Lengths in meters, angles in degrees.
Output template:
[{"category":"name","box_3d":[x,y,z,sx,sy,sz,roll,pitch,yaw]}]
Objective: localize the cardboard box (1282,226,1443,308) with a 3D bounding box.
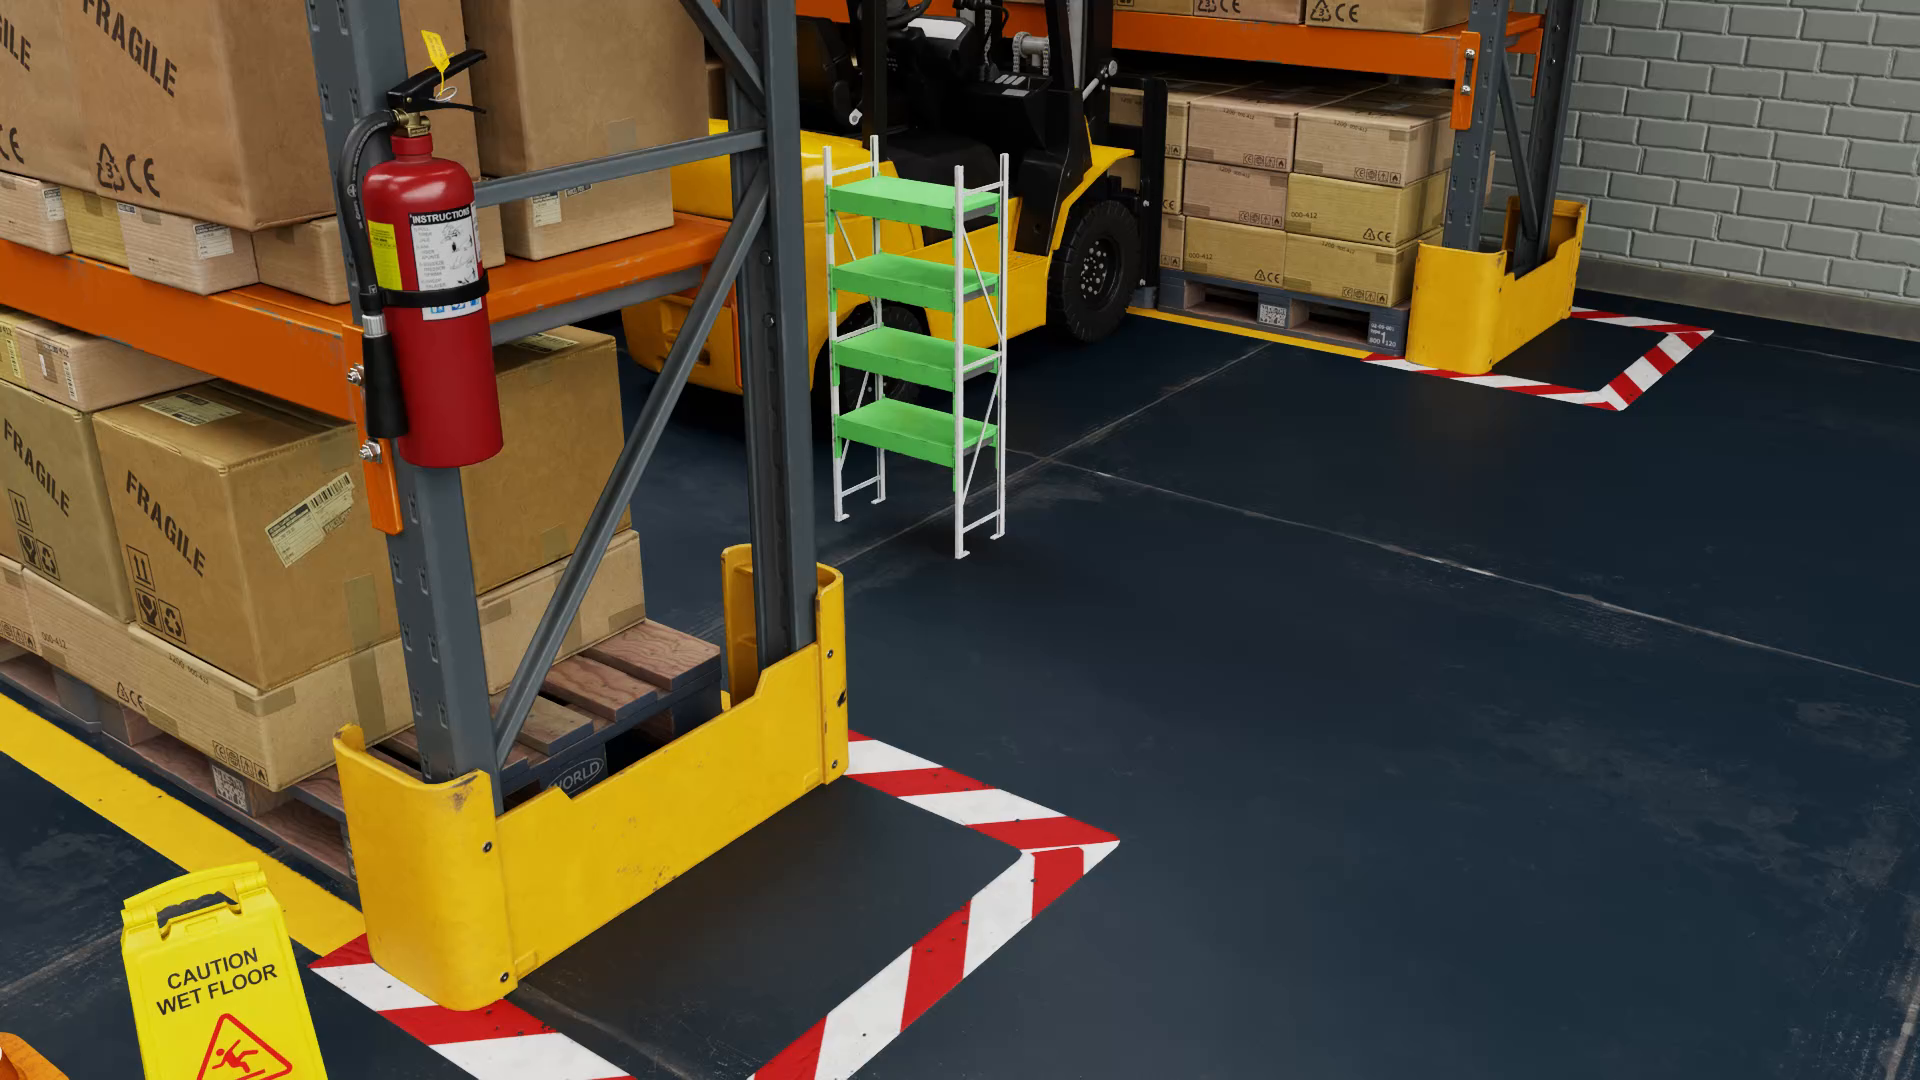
[{"category":"cardboard box","box_3d":[1.739,-1.216,7.180,0.500,0.250,0.500,17,29,34]}]

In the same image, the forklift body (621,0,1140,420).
[{"category":"forklift body","box_3d":[-0.307,-1.752,6.559,1.214,2.155,2.313,17,29,33]}]

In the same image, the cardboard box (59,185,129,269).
[{"category":"cardboard box","box_3d":[-1.558,-0.669,3.360,0.250,0.149,0.380,16,29,32]}]

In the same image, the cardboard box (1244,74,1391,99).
[{"category":"cardboard box","box_3d":[1.632,-1.959,7.625,0.500,0.250,0.500,17,29,33]}]

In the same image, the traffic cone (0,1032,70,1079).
[{"category":"traffic cone","box_3d":[-1.787,0.805,2.849,0.334,0.463,0.336,17,29,33]}]

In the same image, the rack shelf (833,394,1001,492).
[{"category":"rack shelf","box_3d":[-0.132,-0.311,5.221,0.480,0.148,0.258,17,29,33]}]

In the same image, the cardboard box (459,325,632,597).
[{"category":"cardboard box","box_3d":[-1.168,-0.235,4.023,0.500,0.500,0.500,16,28,32]}]

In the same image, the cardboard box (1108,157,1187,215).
[{"category":"cardboard box","box_3d":[0.907,-1.693,7.642,0.500,0.250,0.500,16,28,32]}]

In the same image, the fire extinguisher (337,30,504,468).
[{"category":"fire extinguisher","box_3d":[-0.854,-0.457,2.662,0.183,0.674,0.296,17,29,33]}]

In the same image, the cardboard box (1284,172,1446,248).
[{"category":"cardboard box","box_3d":[1.728,-1.450,7.091,0.500,0.250,0.500,16,29,33]}]

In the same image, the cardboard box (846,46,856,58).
[{"category":"cardboard box","box_3d":[-0.697,-2.411,8.652,0.500,0.250,0.500,16,29,33]}]

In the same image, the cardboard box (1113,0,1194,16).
[{"category":"cardboard box","box_3d":[0.934,-2.603,7.314,0.500,0.500,0.500,16,29,32]}]

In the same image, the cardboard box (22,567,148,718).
[{"category":"cardboard box","box_3d":[-1.887,0.161,4.053,0.500,0.250,0.500,17,29,33]}]

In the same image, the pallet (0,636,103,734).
[{"category":"pallet","box_3d":[-2.331,0.086,4.792,1.213,0.211,1.003,17,29,33]}]

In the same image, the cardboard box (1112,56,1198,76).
[{"category":"cardboard box","box_3d":[0.832,-2.210,8.194,0.500,0.250,0.500,16,28,32]}]

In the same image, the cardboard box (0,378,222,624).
[{"category":"cardboard box","box_3d":[-1.886,-0.180,3.898,0.500,0.500,0.500,18,30,35]}]

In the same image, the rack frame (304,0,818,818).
[{"category":"rack frame","box_3d":[-0.669,-0.668,3.047,0.127,3.000,1.000,17,29,33]}]

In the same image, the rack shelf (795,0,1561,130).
[{"category":"rack shelf","box_3d":[0.704,-2.425,7.926,4.000,0.370,1.077,17,29,33]}]

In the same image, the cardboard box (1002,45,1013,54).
[{"category":"cardboard box","box_3d":[0.028,-2.455,8.751,0.500,0.250,0.500,16,29,33]}]

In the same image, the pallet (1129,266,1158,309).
[{"category":"pallet","box_3d":[0.696,-1.461,8.305,1.213,0.211,1.003,17,29,33]}]

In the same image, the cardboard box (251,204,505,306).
[{"category":"cardboard box","box_3d":[-1.097,-0.575,3.146,0.250,0.149,0.380,18,29,35]}]

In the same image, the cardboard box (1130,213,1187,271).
[{"category":"cardboard box","box_3d":[0.952,-1.463,7.741,0.500,0.250,0.500,17,29,34]}]

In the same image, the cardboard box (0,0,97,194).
[{"category":"cardboard box","box_3d":[-1.667,-1.015,3.341,0.500,0.500,0.500,17,29,33]}]

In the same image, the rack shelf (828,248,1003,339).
[{"category":"rack shelf","box_3d":[-0.132,-0.750,5.028,0.480,0.148,0.258,17,29,33]}]

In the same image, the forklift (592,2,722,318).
[{"category":"forklift","box_3d":[-1.402,-2.519,7.333,3.031,2.935,1.130,-9,25,-20]}]

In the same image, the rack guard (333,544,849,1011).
[{"category":"rack guard","box_3d":[-0.730,0.457,3.592,0.348,0.500,1.175,17,29,33]}]

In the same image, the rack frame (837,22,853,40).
[{"category":"rack frame","box_3d":[-0.896,-3.238,8.879,0.127,3.000,1.000,17,29,33]}]

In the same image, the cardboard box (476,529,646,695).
[{"category":"cardboard box","box_3d":[-1.149,0.113,4.162,0.500,0.250,0.500,17,29,33]}]

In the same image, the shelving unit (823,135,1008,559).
[{"category":"shelving unit","box_3d":[-0.132,-0.589,5.099,0.503,1.200,0.258,17,29,33]}]

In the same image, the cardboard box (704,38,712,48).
[{"category":"cardboard box","box_3d":[-1.937,-2.656,9.983,0.625,0.625,0.875,16,29,33]}]

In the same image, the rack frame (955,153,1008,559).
[{"category":"rack frame","box_3d":[0.063,-0.530,4.965,0.015,1.200,0.240,17,29,33]}]

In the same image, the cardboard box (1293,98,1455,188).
[{"category":"cardboard box","box_3d":[1.749,-1.673,6.976,0.500,0.250,0.500,18,29,35]}]

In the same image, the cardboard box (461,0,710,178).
[{"category":"cardboard box","box_3d":[-0.882,-1.054,3.430,0.500,0.500,0.500,16,29,33]}]

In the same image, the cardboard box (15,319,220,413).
[{"category":"cardboard box","box_3d":[-1.801,-0.419,3.635,0.250,0.149,0.380,18,29,35]}]

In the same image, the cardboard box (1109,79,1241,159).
[{"category":"cardboard box","box_3d":[0.927,-1.913,7.521,0.500,0.250,0.500,17,29,34]}]

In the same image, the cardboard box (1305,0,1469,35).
[{"category":"cardboard box","box_3d":[1.753,-2.351,6.741,0.500,0.500,0.500,16,28,32]}]
